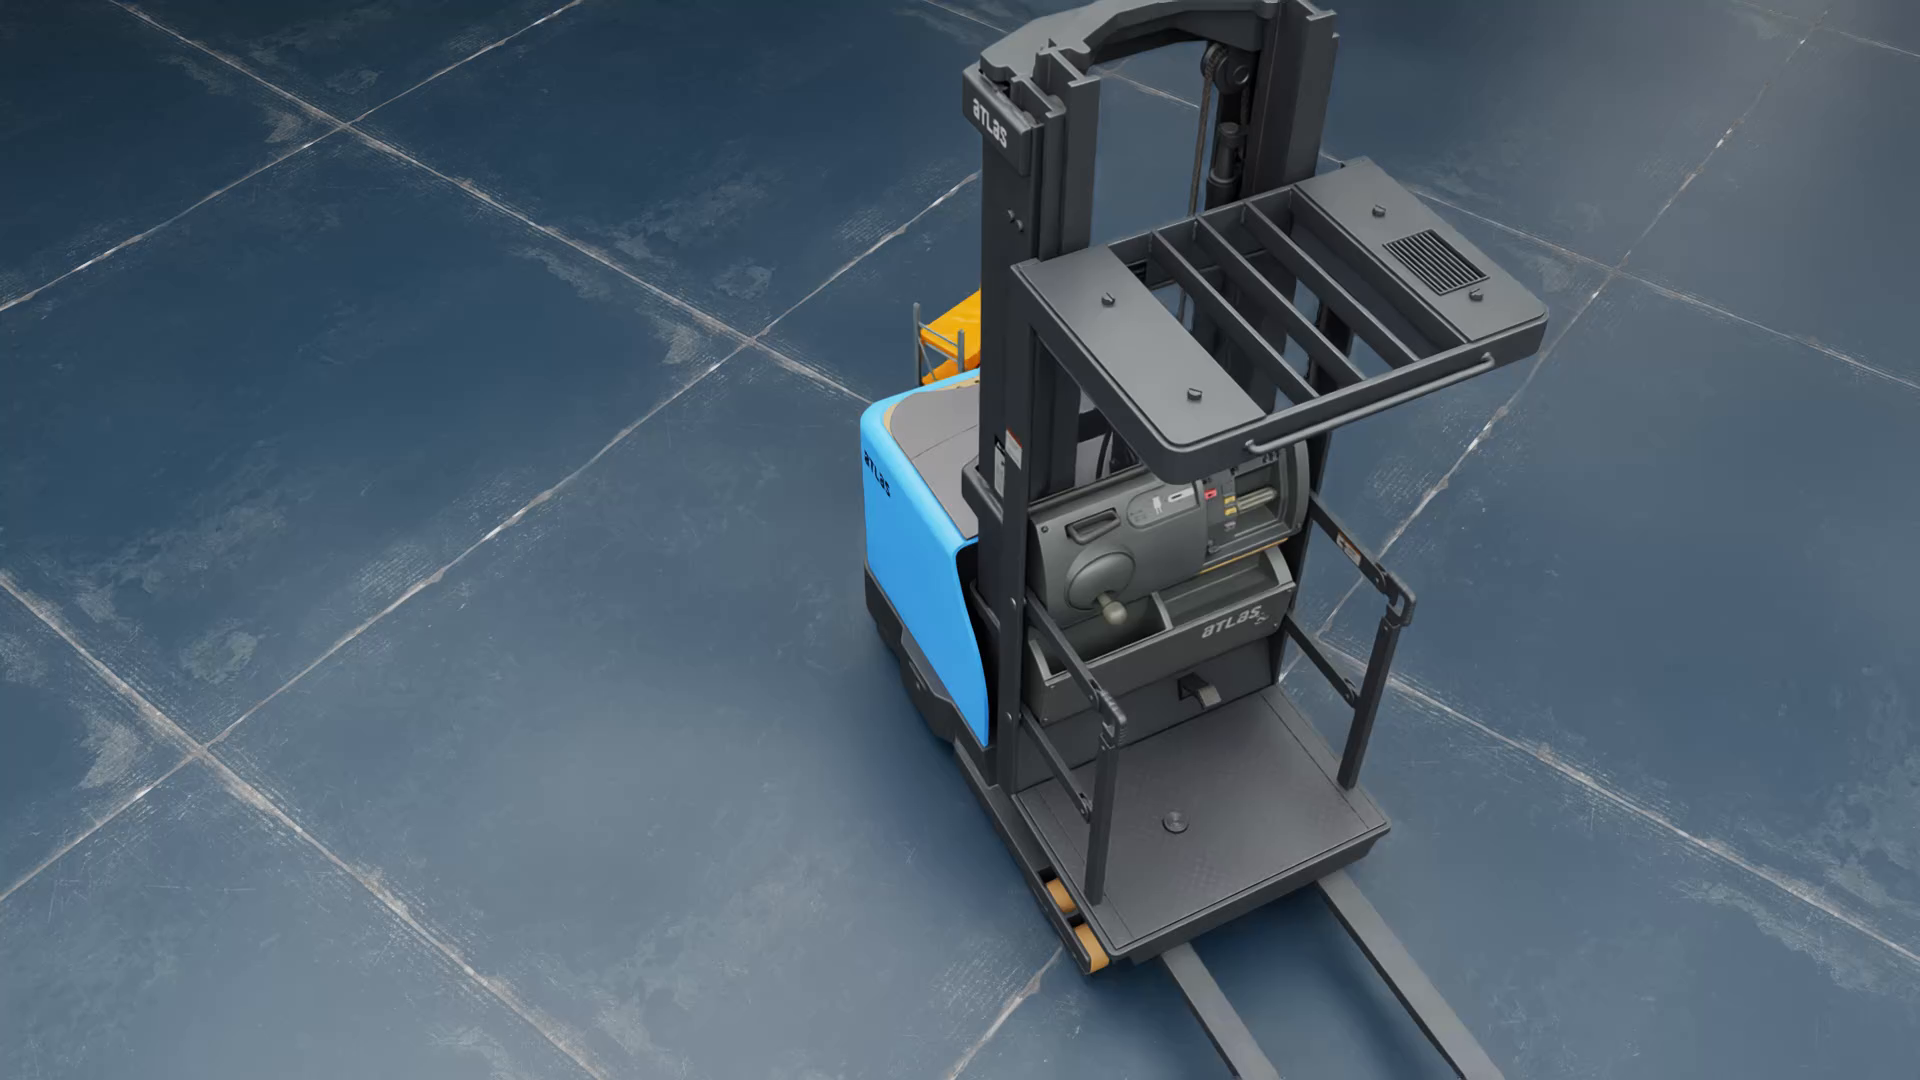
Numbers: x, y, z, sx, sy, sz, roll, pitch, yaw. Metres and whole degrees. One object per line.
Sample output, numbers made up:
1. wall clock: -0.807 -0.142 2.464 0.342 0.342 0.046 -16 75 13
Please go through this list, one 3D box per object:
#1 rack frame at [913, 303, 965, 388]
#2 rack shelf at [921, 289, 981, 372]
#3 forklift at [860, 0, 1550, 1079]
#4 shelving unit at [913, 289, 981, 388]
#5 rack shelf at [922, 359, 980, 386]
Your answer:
1. rack frame: -0.077 -0.392 6.459 0.240 1.200 0.015 33 55 28
2. rack shelf: 0.087 -0.794 6.300 0.258 0.148 0.480 33 55 28
3. forklift: 0.744 0.050 4.840 1.130 2.935 3.031 -20 50 -18
4. shelving unit: 0.087 -0.523 6.584 0.258 1.200 0.503 33 55 28
5. rack shelf: 0.087 -0.631 6.471 0.258 0.148 0.480 33 55 28
